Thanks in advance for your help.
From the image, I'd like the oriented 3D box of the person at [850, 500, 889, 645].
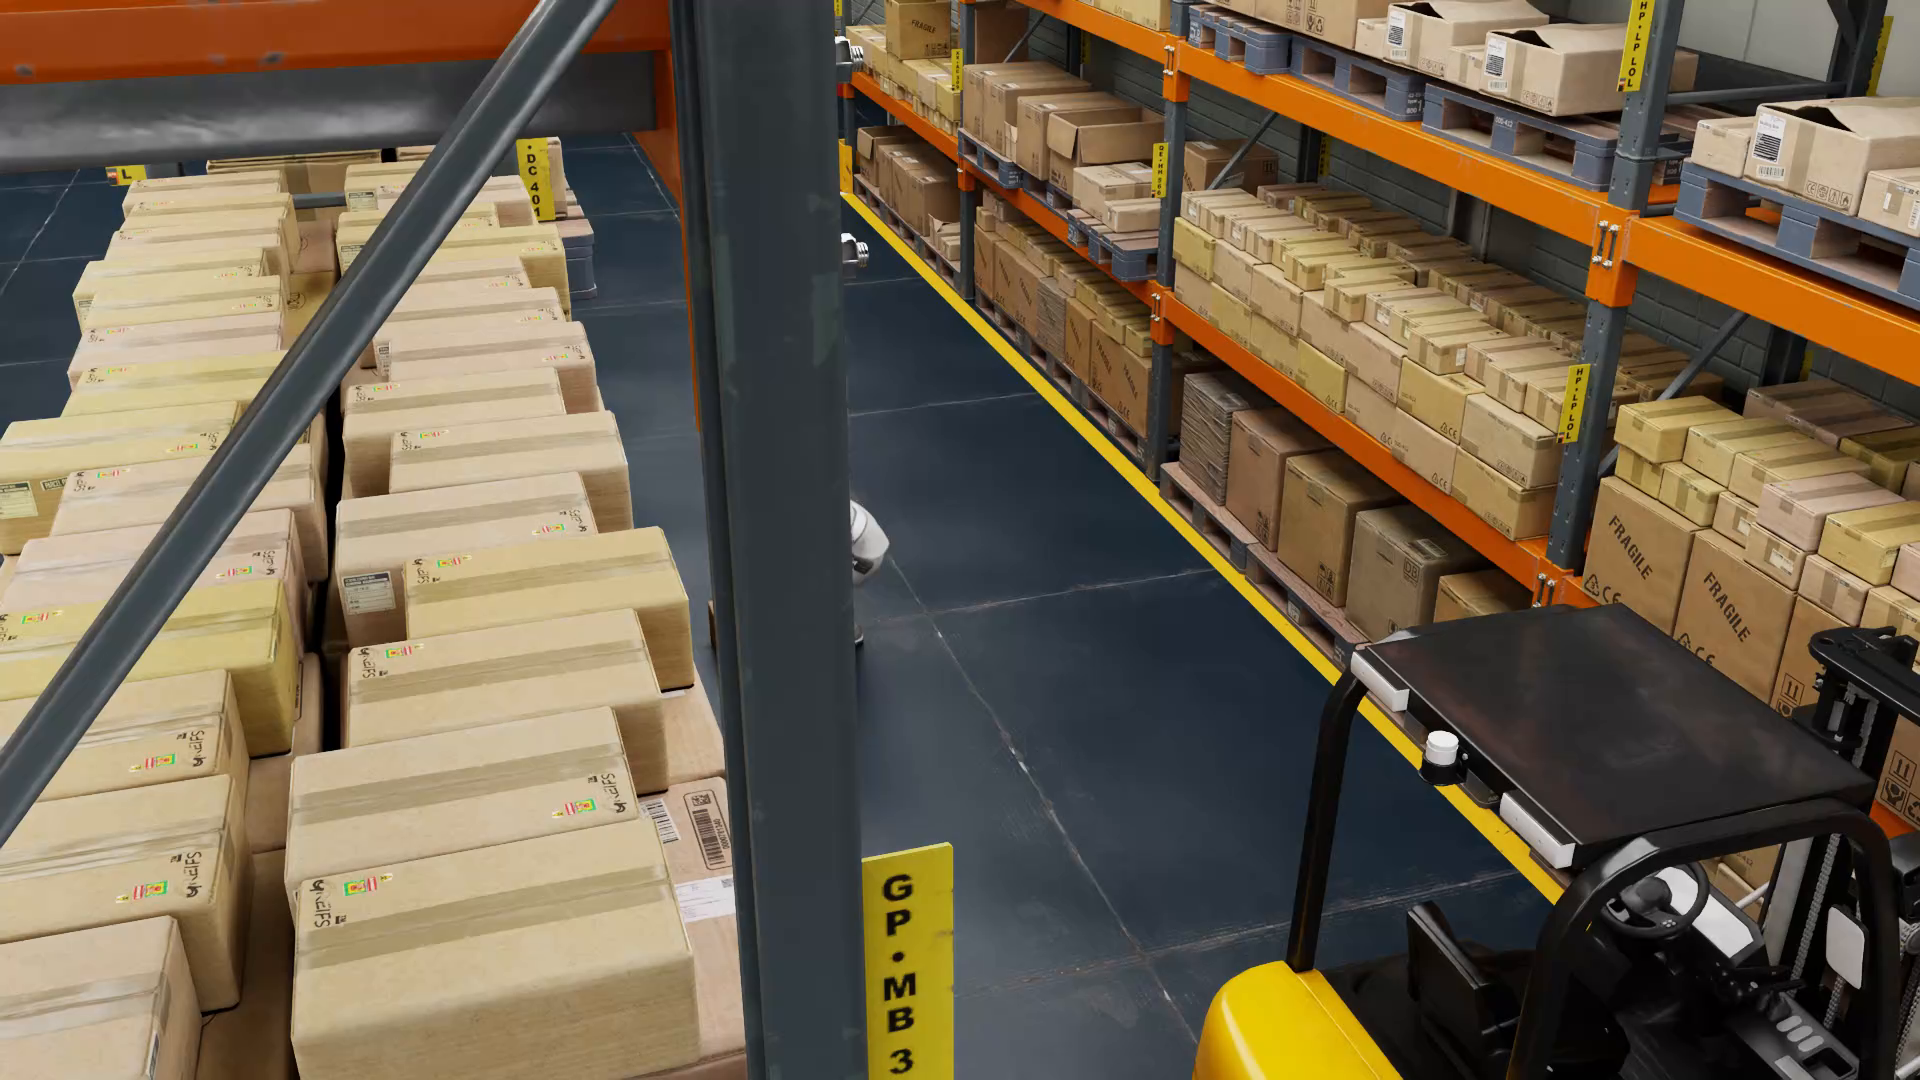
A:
[{"bbox_3d":[-0.845,0.104,8.764,0.949,0.990,0.569,-8,27,-16],"label":"person"}]
